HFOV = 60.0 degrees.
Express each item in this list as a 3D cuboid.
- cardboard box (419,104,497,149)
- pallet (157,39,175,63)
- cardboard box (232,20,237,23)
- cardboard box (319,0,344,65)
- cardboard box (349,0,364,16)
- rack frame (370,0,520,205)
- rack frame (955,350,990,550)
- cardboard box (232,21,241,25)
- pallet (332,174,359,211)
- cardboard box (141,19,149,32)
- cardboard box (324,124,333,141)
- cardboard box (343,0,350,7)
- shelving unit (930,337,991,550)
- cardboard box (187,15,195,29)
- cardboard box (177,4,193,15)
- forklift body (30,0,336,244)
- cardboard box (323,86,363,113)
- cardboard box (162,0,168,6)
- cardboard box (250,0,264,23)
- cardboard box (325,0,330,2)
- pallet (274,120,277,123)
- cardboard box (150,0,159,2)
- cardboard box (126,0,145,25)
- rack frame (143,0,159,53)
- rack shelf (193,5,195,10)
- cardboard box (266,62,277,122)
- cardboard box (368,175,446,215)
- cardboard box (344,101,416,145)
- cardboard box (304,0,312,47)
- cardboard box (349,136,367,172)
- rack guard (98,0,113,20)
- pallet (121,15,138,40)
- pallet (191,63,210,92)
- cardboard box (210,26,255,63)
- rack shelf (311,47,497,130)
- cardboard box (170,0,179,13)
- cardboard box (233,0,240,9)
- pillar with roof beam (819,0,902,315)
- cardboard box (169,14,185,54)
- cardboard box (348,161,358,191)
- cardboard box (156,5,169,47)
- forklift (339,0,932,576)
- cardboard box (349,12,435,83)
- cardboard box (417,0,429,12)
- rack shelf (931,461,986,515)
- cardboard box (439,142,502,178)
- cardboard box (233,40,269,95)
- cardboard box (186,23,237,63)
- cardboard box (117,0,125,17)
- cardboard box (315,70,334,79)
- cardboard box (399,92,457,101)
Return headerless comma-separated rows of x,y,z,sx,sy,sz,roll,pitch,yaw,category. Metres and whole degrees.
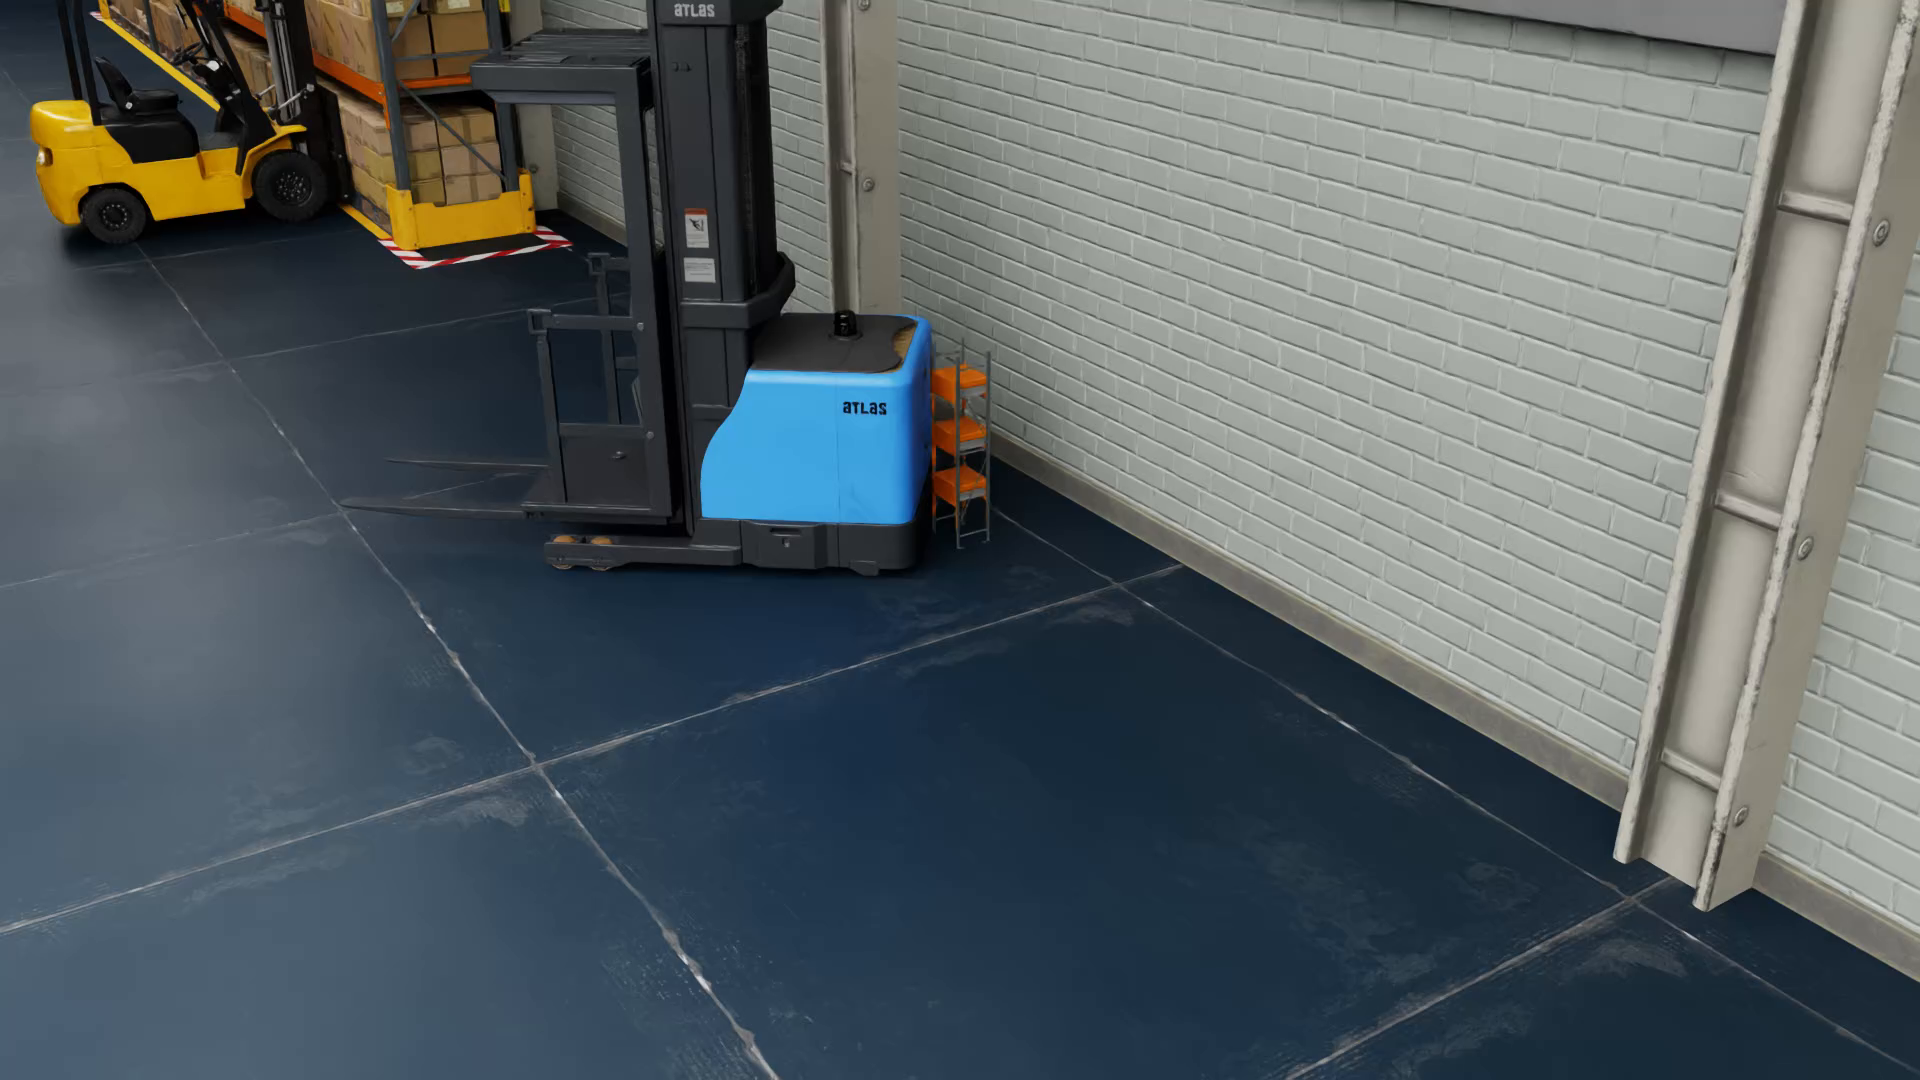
-4.349,-3.582,14.382,0.500,0.250,0.500,-16,30,-30,cardboard box
-10.320,-6.716,22.730,1.003,0.211,1.213,-16,29,-30,pallet
-8.961,-6.612,20.920,0.380,0.149,0.250,-15,29,-29,cardboard box
-5.289,-4.498,14.648,0.500,0.500,0.500,-16,30,-31,cardboard box
-4.834,-4.449,13.784,0.380,0.149,0.250,-15,29,-29,cardboard box
-4.245,-3.967,13.640,1.000,3.000,0.127,-16,29,-30,rack frame
0.067,-0.447,8.466,0.200,1.050,0.008,-15,29,-28,rack frame
-8.859,-6.284,20.985,0.500,0.500,0.500,-15,29,-29,cardboard box
-5.360,-3.406,15.718,1.003,0.211,1.213,-16,29,-30,pallet
-11.346,-7.291,23.528,0.380,0.149,0.250,-17,30,-31,cardboard box
-5.607,-3.783,15.392,0.500,0.250,0.500,-16,29,-30,cardboard box
-5.050,-4.647,14.204,0.380,0.149,0.250,-16,30,-30,cardboard box
0.003,-0.491,8.560,0.215,1.050,0.252,-15,29,-28,shelving unit
-9.269,-6.390,20.448,0.380,0.149,0.250,-17,30,-32,cardboard box
-9.795,-6.780,21.275,0.380,0.149,0.250,-17,30,-32,cardboard box
-6.809,-3.837,14.358,2.313,2.155,1.214,-16,29,-30,forklift body
-5.596,-4.000,15.268,0.500,0.250,0.500,-16,30,-31,cardboard box
-10.458,-7.252,22.274,0.380,0.149,0.250,-17,30,-32,cardboard box
-6.923,-5.449,16.956,0.500,0.250,0.500,-15,29,-28,cardboard box
-5.390,-4.818,14.565,0.380,0.149,0.250,-15,29,-29,cardboard box
-6.864,-4.391,17.805,1.003,0.211,1.213,-16,29,-30,pallet
-10.823,-7.422,22.635,0.380,0.149,0.250,-14,29,-27,cardboard box
-11.724,-7.823,24.243,0.700,0.500,0.500,-17,30,-31,cardboard box
-10.796,-8.259,22.732,1.000,3.000,0.127,-16,29,-30,rack frame
-9.704,-7.219,21.371,1.077,0.370,4.000,-16,29,-30,rack shelf
-6.723,-4.698,17.478,0.875,0.625,0.625,-14,29,-27,cardboard box
-4.766,-3.008,14.338,0.500,0.250,0.500,-15,29,-29,cardboard box
-5.042,-3.639,14.503,0.500,0.250,0.500,-15,29,-29,cardboard box
-5.830,-4.860,15.415,0.500,0.500,0.500,-16,30,-30,cardboard box
-5.038,-3.423,14.631,0.500,0.250,0.500,-16,30,-30,cardboard box
-12.938,-8.533,26.239,1.175,0.500,0.348,-16,29,-30,rack guard
-11.840,-7.681,24.774,1.003,0.211,1.213,-16,29,-30,pallet
-8.988,-5.844,20.881,1.003,0.211,1.213,-16,29,-30,pallet
-8.283,-5.718,19.640,0.875,0.625,0.625,-15,29,-28,cardboard box
-5.337,-4.357,15.309,1.077,0.370,4.000,-16,29,-30,rack shelf
-10.058,-6.970,21.676,0.380,0.149,0.250,-14,29,-28,cardboard box
-7.448,-5.813,17.725,0.500,0.250,0.500,-15,29,-29,cardboard box
-4.202,-3.990,6.661,9.100,9.000,0.400,-16,29,-30,pillar with roof beam
-9.875,-6.539,21.524,0.500,0.500,0.500,-17,30,-31,cardboard box
-5.296,-3.369,15.103,0.500,0.250,0.500,-15,29,-29,cardboard box
-10.422,-6.905,22.300,0.500,0.500,0.500,-16,30,-30,cardboard box
-1.684,-1.391,8.264,3.031,2.935,1.130,2,25,5,forklift
-4.734,-4.127,13.862,0.500,0.500,0.500,-16,30,-31,cardboard box
-4.401,-4.561,14.021,0.380,0.149,0.250,-16,29,-30,cardboard box
0.004,-0.231,8.683,0.215,0.259,0.240,-15,29,-28,rack shelf
-4.328,-3.356,14.490,0.500,0.250,0.500,-15,29,-29,cardboard box
-7.552,-5.246,18.638,0.875,0.625,0.625,-17,30,-32,cardboard box
-9.288,-6.171,20.744,0.500,0.500,0.500,-16,30,-30,cardboard box
-12.291,-8.194,25.030,0.700,0.500,0.500,-14,29,-27,cardboard box
-6.157,-4.365,16.041,0.500,0.250,0.500,-15,29,-29,cardboard box
-4.889,-3.941,15.143,0.500,0.250,0.500,-16,30,-30,cardboard box
